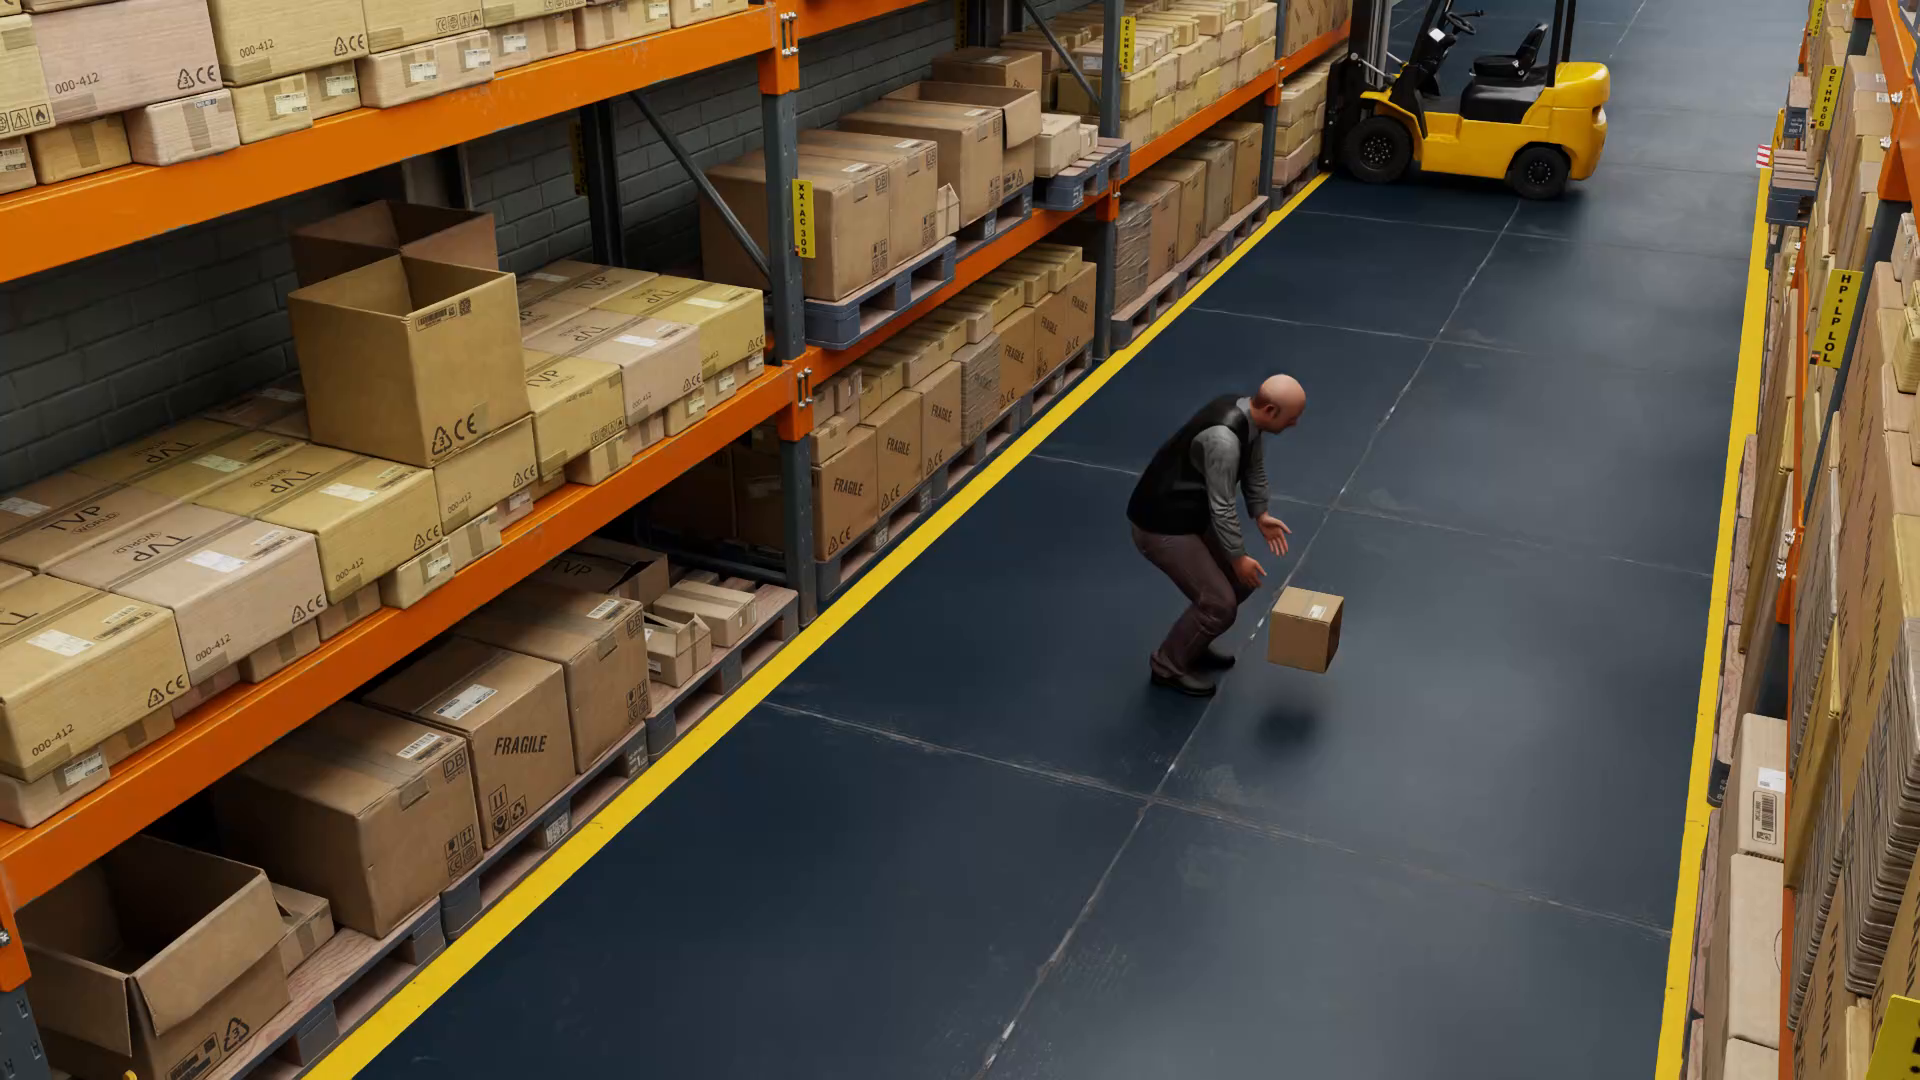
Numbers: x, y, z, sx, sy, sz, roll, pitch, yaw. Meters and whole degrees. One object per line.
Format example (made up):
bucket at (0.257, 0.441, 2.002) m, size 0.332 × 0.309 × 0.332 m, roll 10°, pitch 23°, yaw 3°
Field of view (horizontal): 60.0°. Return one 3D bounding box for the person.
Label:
person at (1.077, -0.061, 7.103) m, size 0.689 × 1.434 × 0.591 m, roll 11°, pitch 28°, yaw 22°
